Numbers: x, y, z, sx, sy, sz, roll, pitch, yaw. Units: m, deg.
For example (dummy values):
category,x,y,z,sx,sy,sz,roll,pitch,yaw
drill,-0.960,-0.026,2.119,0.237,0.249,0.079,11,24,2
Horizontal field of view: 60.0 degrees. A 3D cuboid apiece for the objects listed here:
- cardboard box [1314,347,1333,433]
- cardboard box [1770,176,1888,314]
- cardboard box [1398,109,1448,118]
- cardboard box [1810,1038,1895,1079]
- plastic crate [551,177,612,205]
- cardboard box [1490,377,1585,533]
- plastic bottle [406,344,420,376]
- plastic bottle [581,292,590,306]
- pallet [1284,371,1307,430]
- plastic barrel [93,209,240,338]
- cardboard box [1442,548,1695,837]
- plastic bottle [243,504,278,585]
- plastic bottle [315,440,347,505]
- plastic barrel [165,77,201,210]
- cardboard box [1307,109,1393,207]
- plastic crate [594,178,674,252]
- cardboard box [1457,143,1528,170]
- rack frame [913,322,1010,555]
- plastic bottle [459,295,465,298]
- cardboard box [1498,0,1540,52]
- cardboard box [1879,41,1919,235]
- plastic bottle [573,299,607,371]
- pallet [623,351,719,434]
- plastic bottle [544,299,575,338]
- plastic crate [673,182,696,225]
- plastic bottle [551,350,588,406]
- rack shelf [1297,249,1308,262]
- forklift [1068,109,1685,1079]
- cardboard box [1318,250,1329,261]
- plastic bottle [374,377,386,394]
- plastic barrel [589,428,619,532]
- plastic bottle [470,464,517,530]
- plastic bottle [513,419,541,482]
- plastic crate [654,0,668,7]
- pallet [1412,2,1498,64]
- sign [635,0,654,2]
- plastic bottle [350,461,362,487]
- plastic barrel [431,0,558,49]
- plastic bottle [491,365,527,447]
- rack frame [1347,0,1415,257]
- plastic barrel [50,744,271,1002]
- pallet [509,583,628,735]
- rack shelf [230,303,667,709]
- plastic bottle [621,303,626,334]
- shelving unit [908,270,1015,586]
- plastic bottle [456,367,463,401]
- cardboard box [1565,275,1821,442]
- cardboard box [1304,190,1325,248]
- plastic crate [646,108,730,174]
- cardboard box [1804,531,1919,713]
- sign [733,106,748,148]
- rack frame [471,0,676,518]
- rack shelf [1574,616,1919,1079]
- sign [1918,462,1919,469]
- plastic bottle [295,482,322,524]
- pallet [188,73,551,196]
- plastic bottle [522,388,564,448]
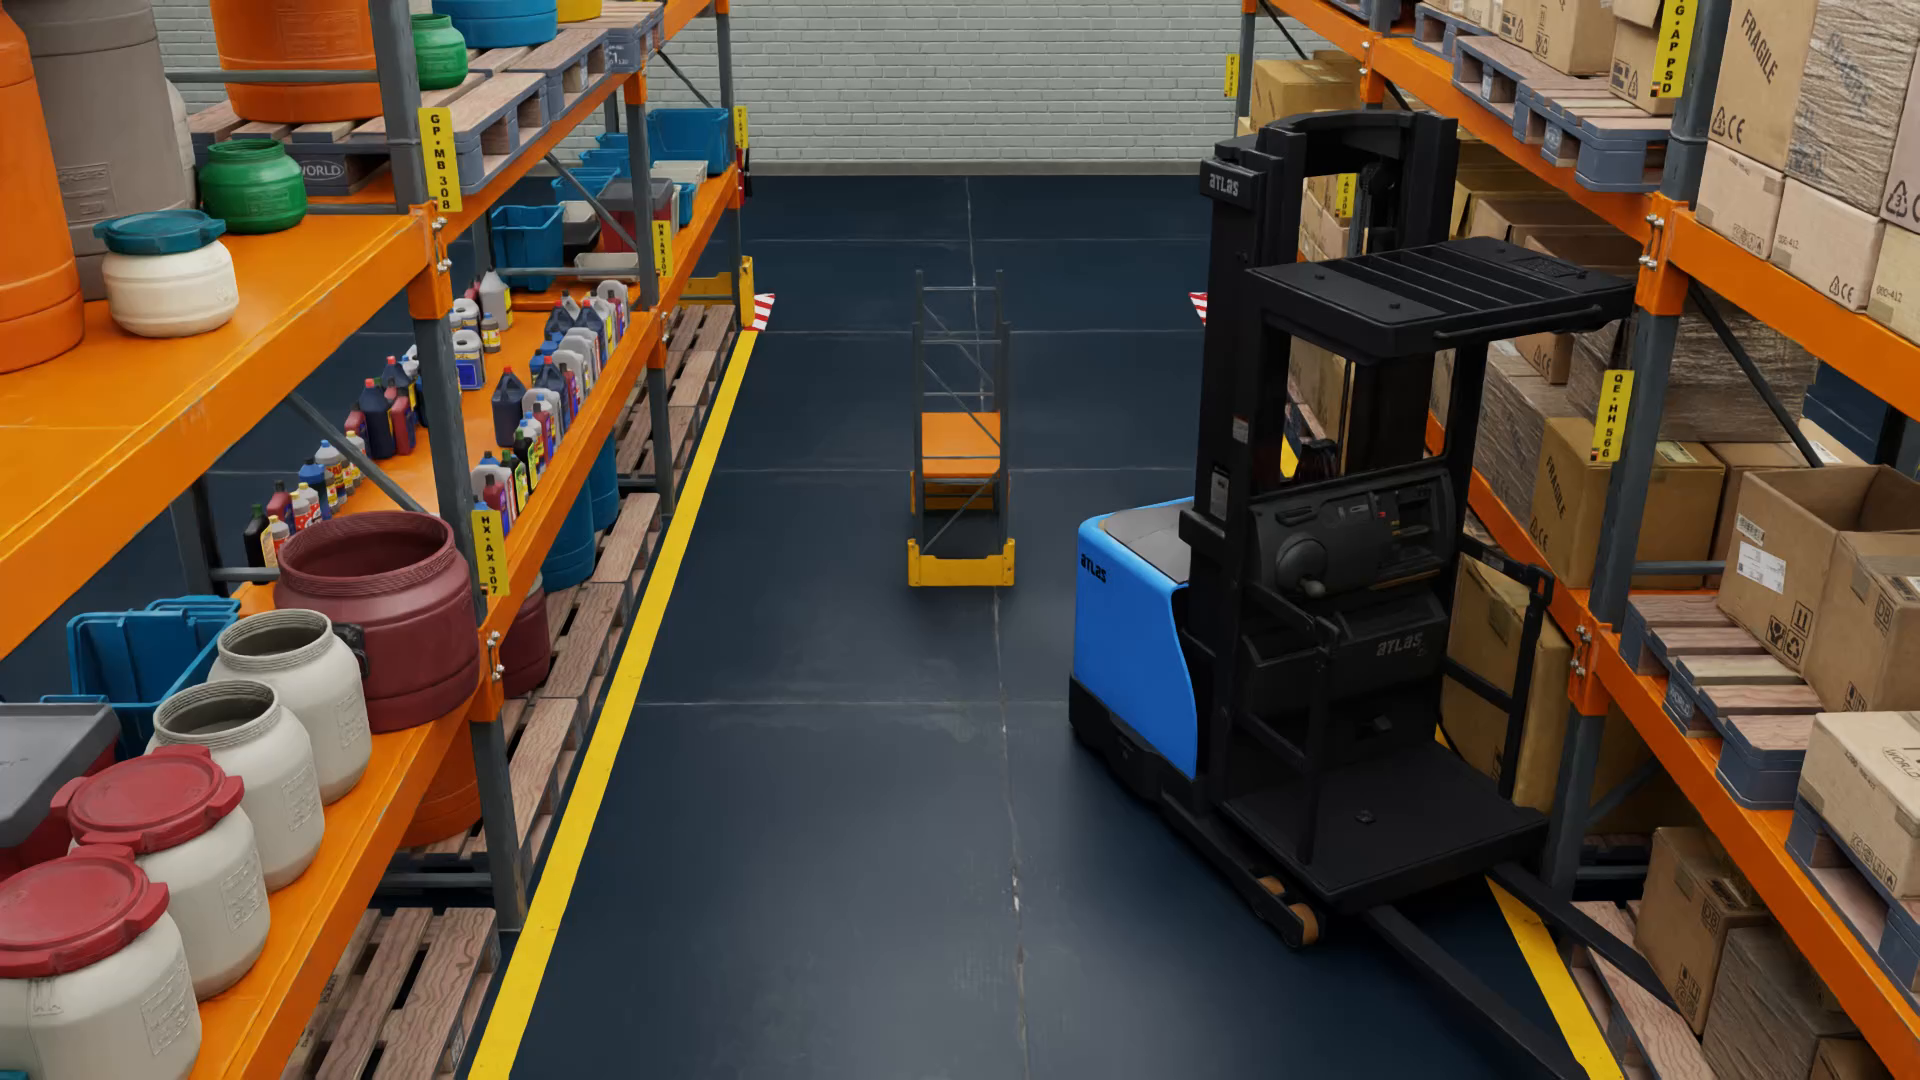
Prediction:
category,x,y,z,sx,sy,sz,roll,pitch,yaw
cardboard box,2.793,-1.040,10.477,0.875,0.875,0.875,0,24,-1
cardboard box,2.519,-0.788,4.394,0.500,0.250,0.500,0,24,1
cardboard box,2.973,-2.354,10.227,0.500,0.500,0.500,0,24,-1
cardboard box,2.823,1.781,4.672,0.700,0.500,0.500,2,24,4
plastic crate,-2.585,-2.352,11.440,0.416,0.233,0.300,0,24,-1
cardboard box,2.511,-0.349,6.760,0.500,0.500,0.500,0,24,-1
plastic bottle,-2.596,-0.796,8.020,0.152,0.276,0.135,0,24,-1
plastic bottle,-2.030,-1.262,9.142,0.097,0.201,0.097,0,24,0
pallet,2.774,-1.091,11.906,1.003,0.211,1.213,0,24,-1
plastic barrel,-1.942,-0.654,4.084,0.301,0.262,0.301,0,24,0
cardboard box,2.777,0.597,6.860,1.225,0.875,0.875,-1,24,-3
plastic bottle,-2.620,0.015,6.219,0.061,0.283,0.133,0,24,-1
plastic bottle,-2.610,-0.283,6.891,0.097,0.271,0.097,0,24,0
plastic barrel,-2.492,-1.162,4.903,0.421,0.512,0.421,0,24,0
cardboard box,2.446,-2.348,10.212,0.500,0.500,0.500,0,24,0
plastic crate,-1.992,-1.947,10.265,0.402,0.464,0.583,0,24,-1
cardboard box,2.735,-1.783,8.715,0.797,0.503,0.637,-1,24,-2
rack frame,0.006,-0.439,8.900,0.500,1.500,0.032,0,24,-1
plastic bottle,-2.633,-1.168,8.848,0.097,0.271,0.097,0,24,0
cardboard box,2.720,-2.343,7.015,0.797,0.503,0.637,-1,24,-1
cardboard box,2.526,-0.925,3.787,0.500,0.500,0.500,-1,24,-2
plastic bottle,-1.894,-1.046,8.482,0.144,0.351,0.185,0,24,-1
pallet,-2.296,-1.058,11.833,1.003,0.211,1.213,0,24,-1
plastic bottle,-2.038,-1.045,8.481,0.144,0.351,0.185,0,24,-1
plastic crate,-1.998,-2.276,11.273,0.416,0.233,0.300,0,24,-1
plastic bottle,-1.892,-0.795,8.018,0.152,0.276,0.135,0,24,-1
rack shelf,2.698,-2.040,11.494,1.077,0.370,4.000,0,24,-1
forklift,1.610,0.005,6.181,1.130,2.935,3.031,-12,27,-24
cardboard box,2.386,-1.660,10.085,0.380,0.149,0.250,0,24,0
plastic bottle,-2.636,-0.587,7.550,0.061,0.283,0.133,0,24,-1
plastic barrel,-2.244,-0.533,9.325,0.600,0.901,0.708,0,24,-1
plastic bottle,-1.876,-0.187,6.675,0.152,0.276,0.135,0,24,-1
plastic bottle,-1.854,-0.383,7.114,0.097,0.271,0.097,0,24,0
plastic crate,-1.972,-3.342,10.018,0.497,0.269,0.590,0,24,-1
pallet,2.779,-2.446,8.110,0.805,0.209,1.217,-1,24,-3
sign,-1.683,-2.894,8.858,0.100,0.325,0.005,0,24,-1
plastic bottle,-2.612,-0.331,7.083,0.097,0.201,0.097,0,24,0
plastic barrel,-2.061,-2.606,7.113,0.600,0.901,0.708,0,24,-1
plastic bottle,-2.034,-0.612,7.523,0.144,0.351,0.185,0,24,-1
rack frame,2.720,-1.544,9.524,1.000,3.000,0.127,0,24,-1
plastic barrel,-1.949,0.837,4.094,0.433,0.535,0.433,0,24,0
pallet,-2.250,0.571,8.232,1.003,0.211,1.213,0,24,-1
rack shelf,-2.211,-0.370,7.801,1.077,0.370,4.000,0,24,-1
plastic bottle,-1.877,-1.223,9.054,0.097,0.201,0.097,0,24,0
shelving unit,0.001,-0.652,9.371,0.587,1.500,1.083,0,24,-1
plastic bottle,-2.472,-0.770,8.053,0.097,0.201,0.097,0,24,0
cardboard box,2.772,-0.700,6.319,0.797,0.503,0.637,1,24,1
cardboard box,2.444,-2.005,10.365,0.500,0.250,0.500,0,24,1
plastic crate,-2.086,-3.076,12.796,0.616,0.435,0.499,0,24,-1
cardboard box,2.915,0.319,4.773,0.700,0.500,0.500,3,25,7
sign,-1.727,-3.254,13.106,0.100,0.325,0.005,0,24,-1
rack frame,-2.233,-1.522,9.475,1.000,3.000,0.127,0,24,-1
rack shelf,2.785,1.256,4.206,1.077,0.370,4.000,0,24,-1
sign,3.306,-0.394,5.671,0.100,0.325,0.005,0,24,-1
plastic bottle,-2.607,-0.131,6.640,0.097,0.201,0.097,0,24,0
pallet,-2.100,-1.470,5.949,1.003,0.211,1.213,0,24,-1
plastic bottle,-1.886,-0.568,7.517,0.152,0.276,0.135,0,24,-1
